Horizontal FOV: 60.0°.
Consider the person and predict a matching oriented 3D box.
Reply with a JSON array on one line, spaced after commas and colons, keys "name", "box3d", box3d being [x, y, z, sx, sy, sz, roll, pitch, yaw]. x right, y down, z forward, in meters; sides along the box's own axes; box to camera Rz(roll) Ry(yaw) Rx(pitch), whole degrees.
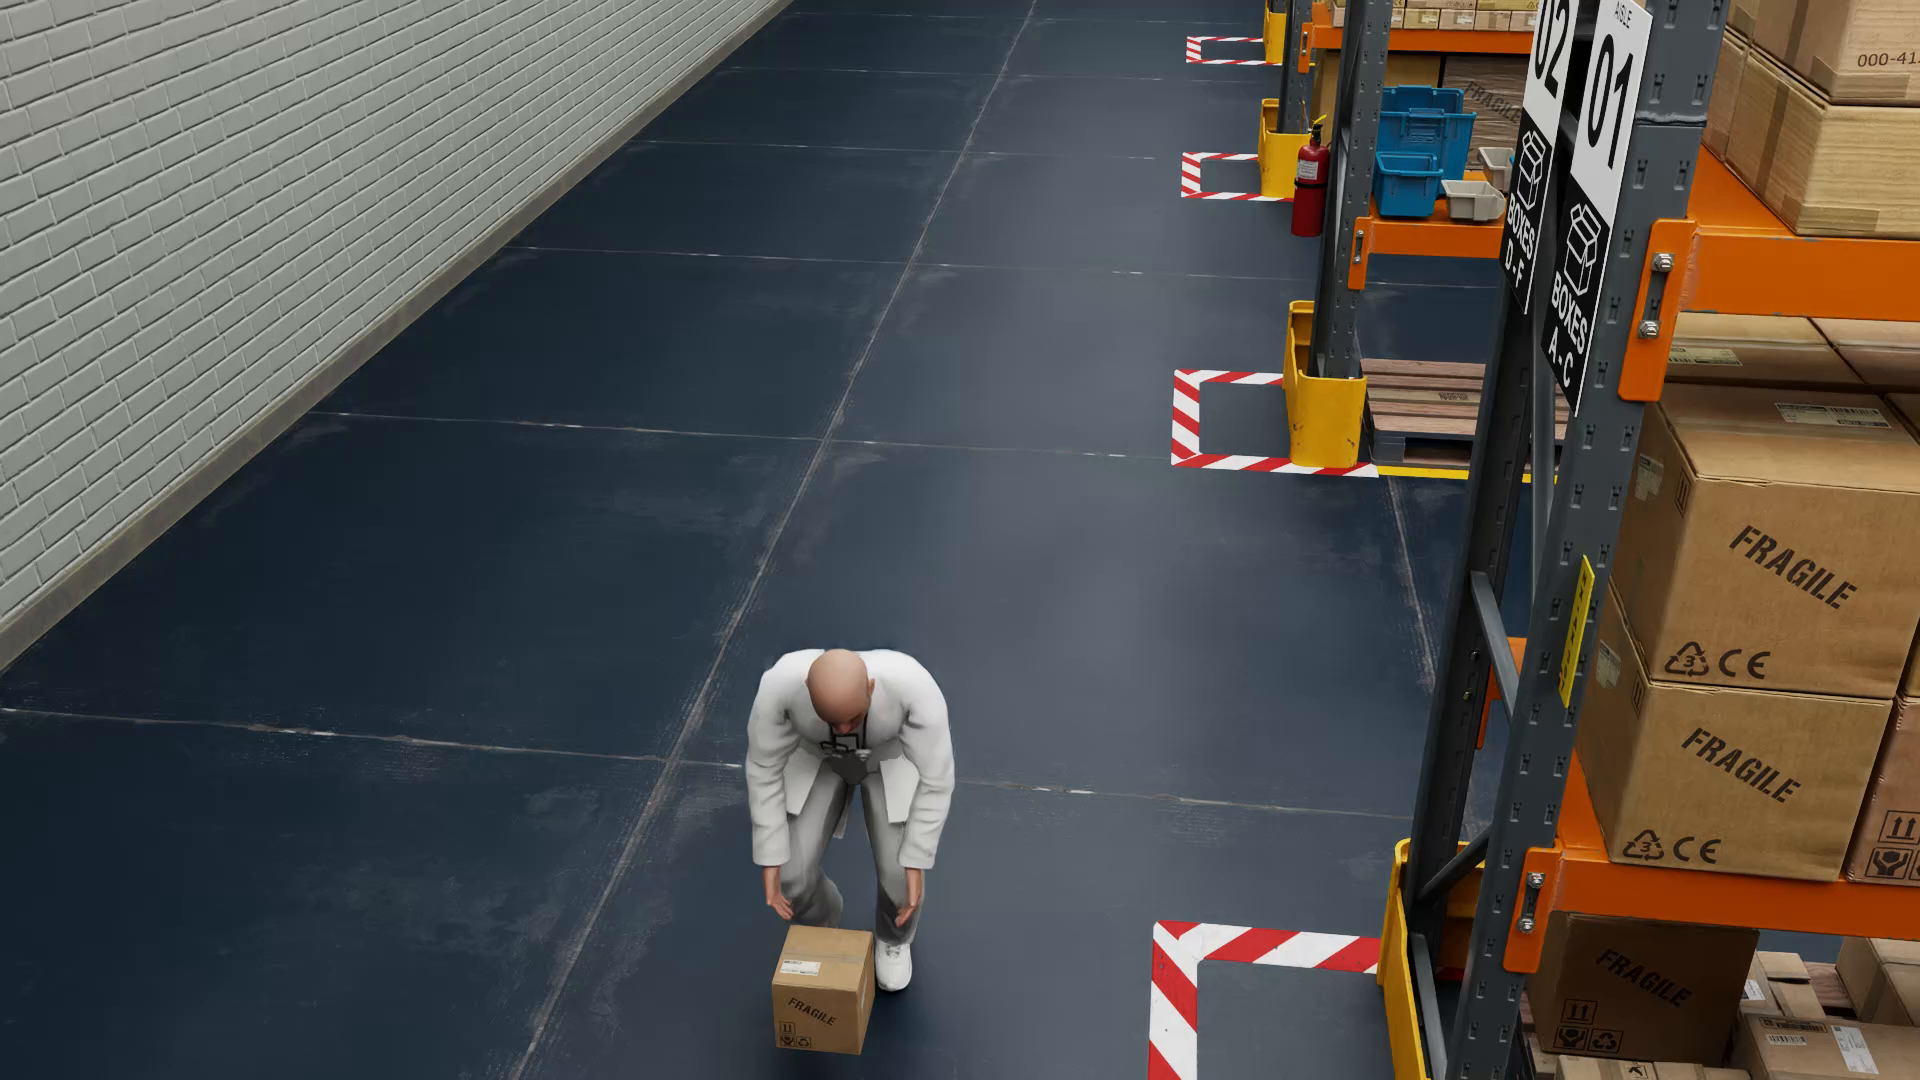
[{"name": "person", "box3d": [-0.316, 0.800, 5.109, 0.633, 1.335, 0.764, 3, 28, 6]}]
